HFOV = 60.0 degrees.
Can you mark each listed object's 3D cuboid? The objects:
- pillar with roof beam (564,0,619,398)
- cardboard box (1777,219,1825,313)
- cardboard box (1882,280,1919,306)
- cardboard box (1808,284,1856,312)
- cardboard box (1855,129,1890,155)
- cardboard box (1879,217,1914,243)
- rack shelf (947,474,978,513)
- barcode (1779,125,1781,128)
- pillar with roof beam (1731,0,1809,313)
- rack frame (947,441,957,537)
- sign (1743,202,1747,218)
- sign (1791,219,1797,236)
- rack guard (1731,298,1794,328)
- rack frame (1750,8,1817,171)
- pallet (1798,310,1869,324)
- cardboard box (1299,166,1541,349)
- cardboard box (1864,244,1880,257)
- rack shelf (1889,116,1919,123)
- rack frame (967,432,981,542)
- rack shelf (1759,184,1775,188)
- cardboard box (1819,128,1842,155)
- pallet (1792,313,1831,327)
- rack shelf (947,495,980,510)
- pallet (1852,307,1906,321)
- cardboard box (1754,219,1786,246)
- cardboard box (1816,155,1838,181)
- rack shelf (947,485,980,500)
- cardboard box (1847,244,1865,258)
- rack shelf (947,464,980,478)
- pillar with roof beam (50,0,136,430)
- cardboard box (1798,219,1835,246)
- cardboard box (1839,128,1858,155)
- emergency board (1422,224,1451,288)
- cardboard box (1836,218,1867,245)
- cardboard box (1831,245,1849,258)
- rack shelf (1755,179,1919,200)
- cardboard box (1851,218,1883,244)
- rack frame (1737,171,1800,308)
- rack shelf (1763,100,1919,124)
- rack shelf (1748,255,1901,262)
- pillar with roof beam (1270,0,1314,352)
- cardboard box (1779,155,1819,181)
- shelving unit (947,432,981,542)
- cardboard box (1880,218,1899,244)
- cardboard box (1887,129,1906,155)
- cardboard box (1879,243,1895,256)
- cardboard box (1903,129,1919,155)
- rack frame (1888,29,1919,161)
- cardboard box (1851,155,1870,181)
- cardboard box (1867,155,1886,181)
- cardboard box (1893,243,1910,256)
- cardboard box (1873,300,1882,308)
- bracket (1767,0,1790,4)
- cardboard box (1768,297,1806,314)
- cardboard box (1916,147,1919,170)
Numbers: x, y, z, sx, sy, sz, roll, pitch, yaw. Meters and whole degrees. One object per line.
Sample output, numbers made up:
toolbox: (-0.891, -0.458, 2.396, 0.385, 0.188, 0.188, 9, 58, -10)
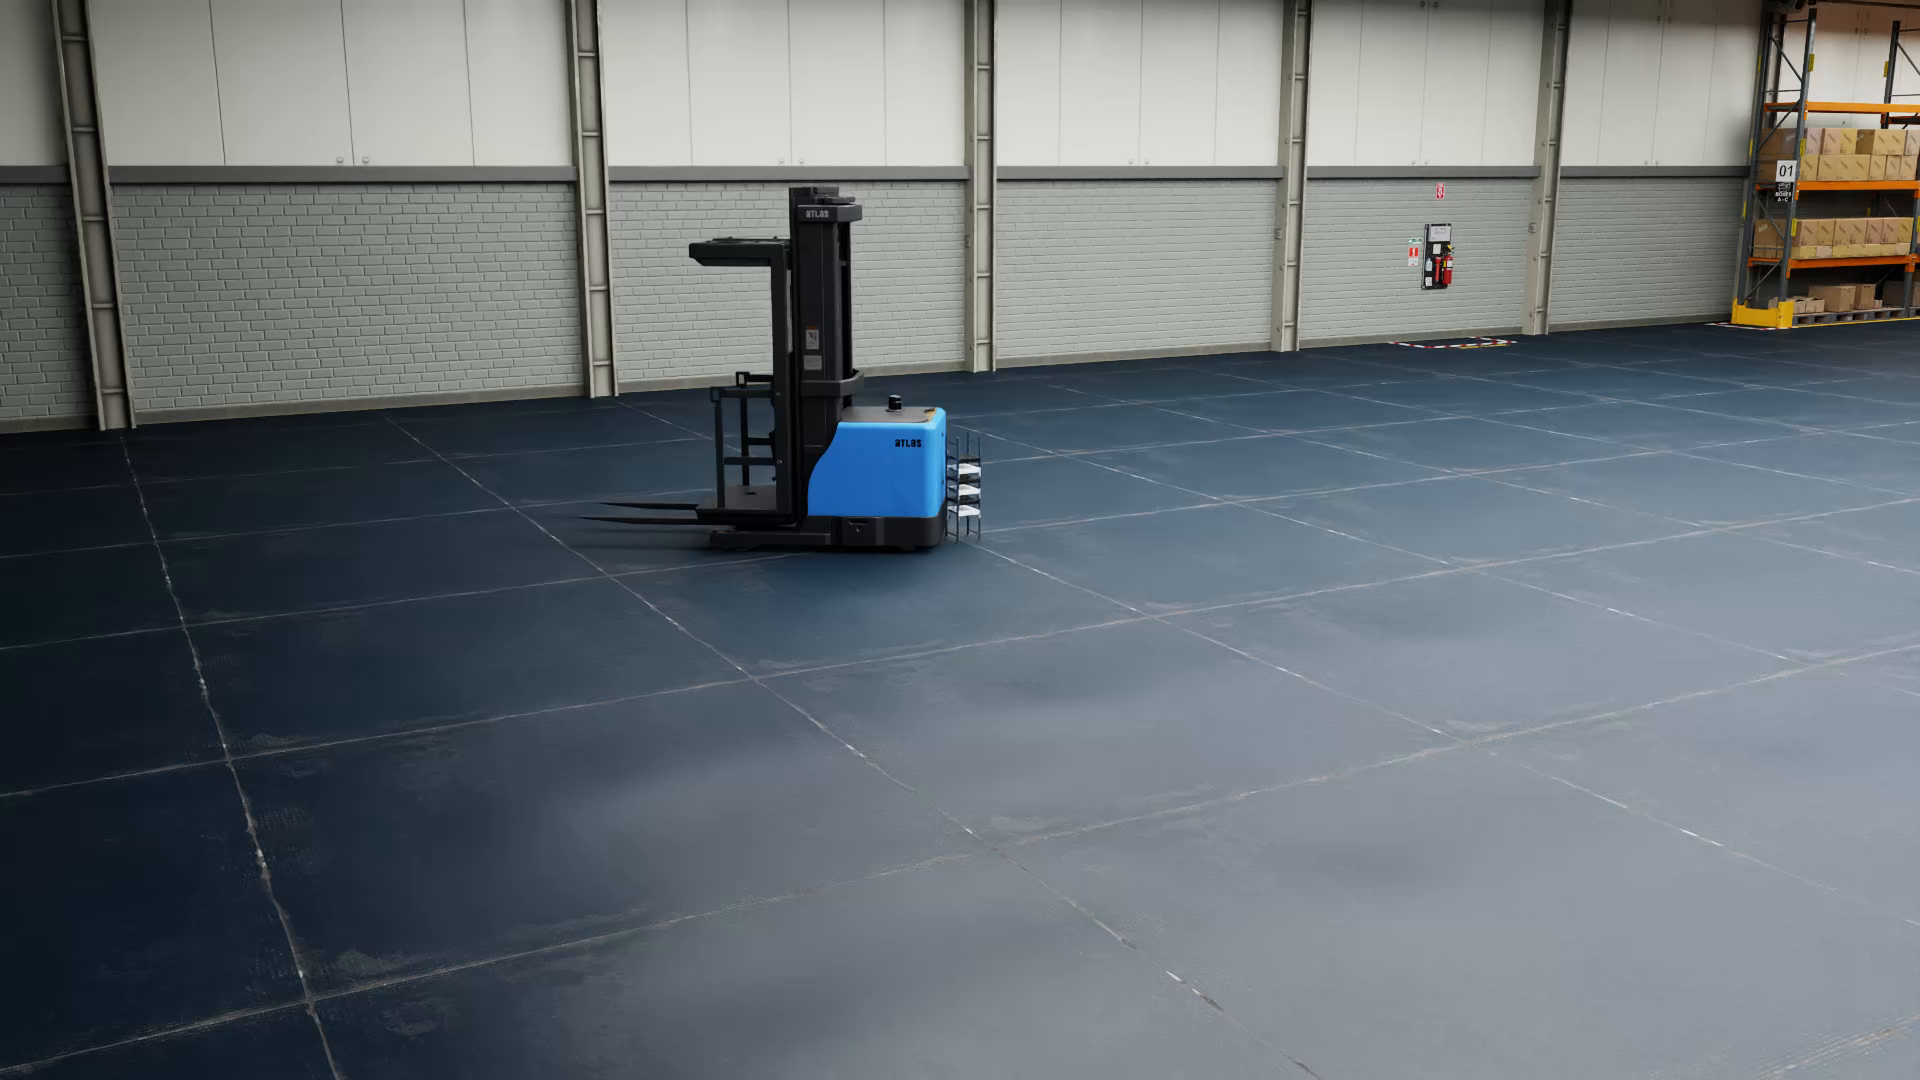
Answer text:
pillar with roof beam: (-2.894, -5.558, 18.310, 0.400, 9.000, 9.100, -7, 14, -28)
cardboard box: (16.760, -5.445, 33.112, 1.284, 1.840, 0.795, -6, 14, -23)
cardboard box: (20.058, -5.242, 35.260, 0.500, 0.500, 0.700, -6, 14, -26)
cardboard box: (17.727, -4.923, 33.845, 0.500, 0.500, 0.700, -8, 15, -31)
cardboard box: (18.180, -7.954, 33.239, 0.500, 0.500, 0.500, -7, 15, -30)
cardboard box: (19.153, -6.359, 34.122, 0.500, 0.500, 0.500, -7, 14, -28)
rack shelf: (0.025, -0.390, 14.020, 0.190, 0.281, 0.221, -6, 14, -25)
barcode: (16.292, -8.209, 33.050, 0.075, 0.075, 0.001, -7, 14, -28)
pillar with roof beam: (18.171, -8.083, 29.529, 0.548, 9.000, 9.100, -7, 14, -28)
rack frame: (-0.066, -0.429, 13.965, 0.003, 0.785, 0.228, -6, 14, -25)
sign: (25.773, -5.995, 26.807, 11.725, 1.973, 20.841, -7, 14, -28)
sign: (16.169, -6.063, 32.247, 0.005, 0.325, 0.100, -7, 14, -28)
rack guard: (15.975, -4.534, 33.116, 0.348, 0.500, 1.175, -7, 14, -28)
rack frame: (15.909, -8.672, 32.147, 0.127, 3.000, 1.000, -7, 14, -28)
pallet: (17.775, -4.599, 34.064, 1.213, 0.211, 1.003, -7, 14, -28)
cardboard box: (17.589, -3.166, 20.555, 14.073, 3.347, 25.570, -7, 14, -27)
cardboard box: (18.274, -5.888, 33.735, 0.500, 0.250, 0.500, -7, 14, -28)
rack shelf: (21.175, -8.853, 35.054, 3.809, 0.124, 0.919, -7, 14, -28)
rack frame: (0.116, -0.449, 14.053, 0.006, 0.900, 0.240, -6, 14, -25)
rack shelf: (17.664, -7.138, 33.475, 3.687, 0.071, 0.831, -7, 14, -28)
cardboard box: (16.828, -7.792, 32.517, 0.500, 0.500, 0.500, -7, 14, -29)
pallet: (16.705, -4.472, 33.497, 1.213, 0.211, 1.003, -7, 14, -28)
rack shelf: (0.025, -0.318, 14.036, 0.200, 0.077, 0.258, -6, 14, -25)
pallet: (18.847, -4.728, 34.638, 1.213, 0.211, 1.003, -7, 14, -28)
cardboard box: (16.220, -6.138, 33.140, 0.500, 0.500, 0.500, -7, 14, -28)
cardboard box: (16.810, -7.304, 32.626, 0.500, 0.500, 0.500, -6, 14, -24)
rack shelf: (0.025, -0.406, 14.017, 0.200, 0.077, 0.258, -6, 14, -25)
cardboard box: (17.833, -5.835, 33.499, 0.500, 0.250, 0.500, -7, 14, -27)
rack shelf: (0.025, -0.582, 13.977, 0.200, 0.077, 0.258, -6, 14, -25)
pillar with roof beam: (-8.161, -4.927, 15.505, 0.400, 9.000, 9.100, -7, 14, -28)
cardboard box: (16.910, -6.090, 32.926, 0.500, 0.500, 0.500, -7, 14, -28)
cardboard box: (17.272, -7.848, 32.766, 0.500, 0.500, 0.500, -6, 14, -26)
emergency board: (8.627, -5.103, 29.951, 0.585, 1.158, 0.155, -7, 14, -28)
cardboard box: (17.814, -6.200, 33.414, 0.500, 0.500, 0.500, -6, 14, -26)
cardboard box: (17.388, -5.782, 33.265, 0.500, 0.250, 0.500, -7, 15, -29)
rack shelf: (17.664, -7.068, 33.491, 4.000, 0.370, 1.077, -7, 14, -28)
cardboard box: (18.270, -6.255, 33.658, 0.500, 0.500, 0.500, -7, 15, -29)
rack frame: (15.909, -5.745, 32.806, 0.127, 3.000, 1.000, -7, 14, -28)
rack shelf: (17.664, -8.530, 33.162, 4.000, 0.370, 1.077, -7, 14, -28)
rack shelf: (17.664, -5.735, 33.791, 3.809, 0.052, 0.919, -7, 14, -28)
pillar with roof beam: (7.638, -6.820, 23.919, 0.400, 9.000, 9.100, -7, 14, -28)
cardboard box: (16.322, -7.254, 32.406, 0.500, 0.500, 0.500, -6, 14, -26)
shelving unit: (0.025, -0.439, 14.010, 0.208, 0.900, 0.258, -6, 14, -25)
cardboard box: (18.717, -6.306, 33.884, 0.500, 0.500, 0.500, -7, 14, -28)
cardboard box: (25.642, -5.667, 26.837, 7.127, 2.151, 19.182, -6, 14, -25)
cardboard box: (18.708, -5.944, 33.983, 0.500, 0.250, 0.500, -7, 14, -28)
cardboard box: (19.110, -8.071, 33.757, 0.550, 0.500, 0.550, -7, 14, -27)
rack frame: (19.421, -9.092, 34.014, 0.053, 2.616, 0.949, -7, 14, -28)
cardboard box: (17.724, -7.420, 33.141, 0.500, 0.500, 0.500, -6, 14, -24)
cardboard box: (18.176, -7.471, 33.369, 0.500, 0.500, 0.500, -7, 15, -30)
cardboard box: (19.149, -5.994, 34.209, 0.500, 0.250, 0.500, -7, 14, -28)
cardboard box: (18.964, -4.936, 34.663, 0.250, 0.166, 0.380, -9, 16, -35)
bracket: (15.914, -10.556, 32.322, 0.430, 0.232, 0.235, -7, 14, -28)
cardboard box: (16.559, -4.704, 33.299, 0.500, 0.311, 0.500, -9, 15, -34)
cardboard box: (19.938, -7.925, 34.477, 0.500, 0.500, 0.500, -5, 13, -20)
